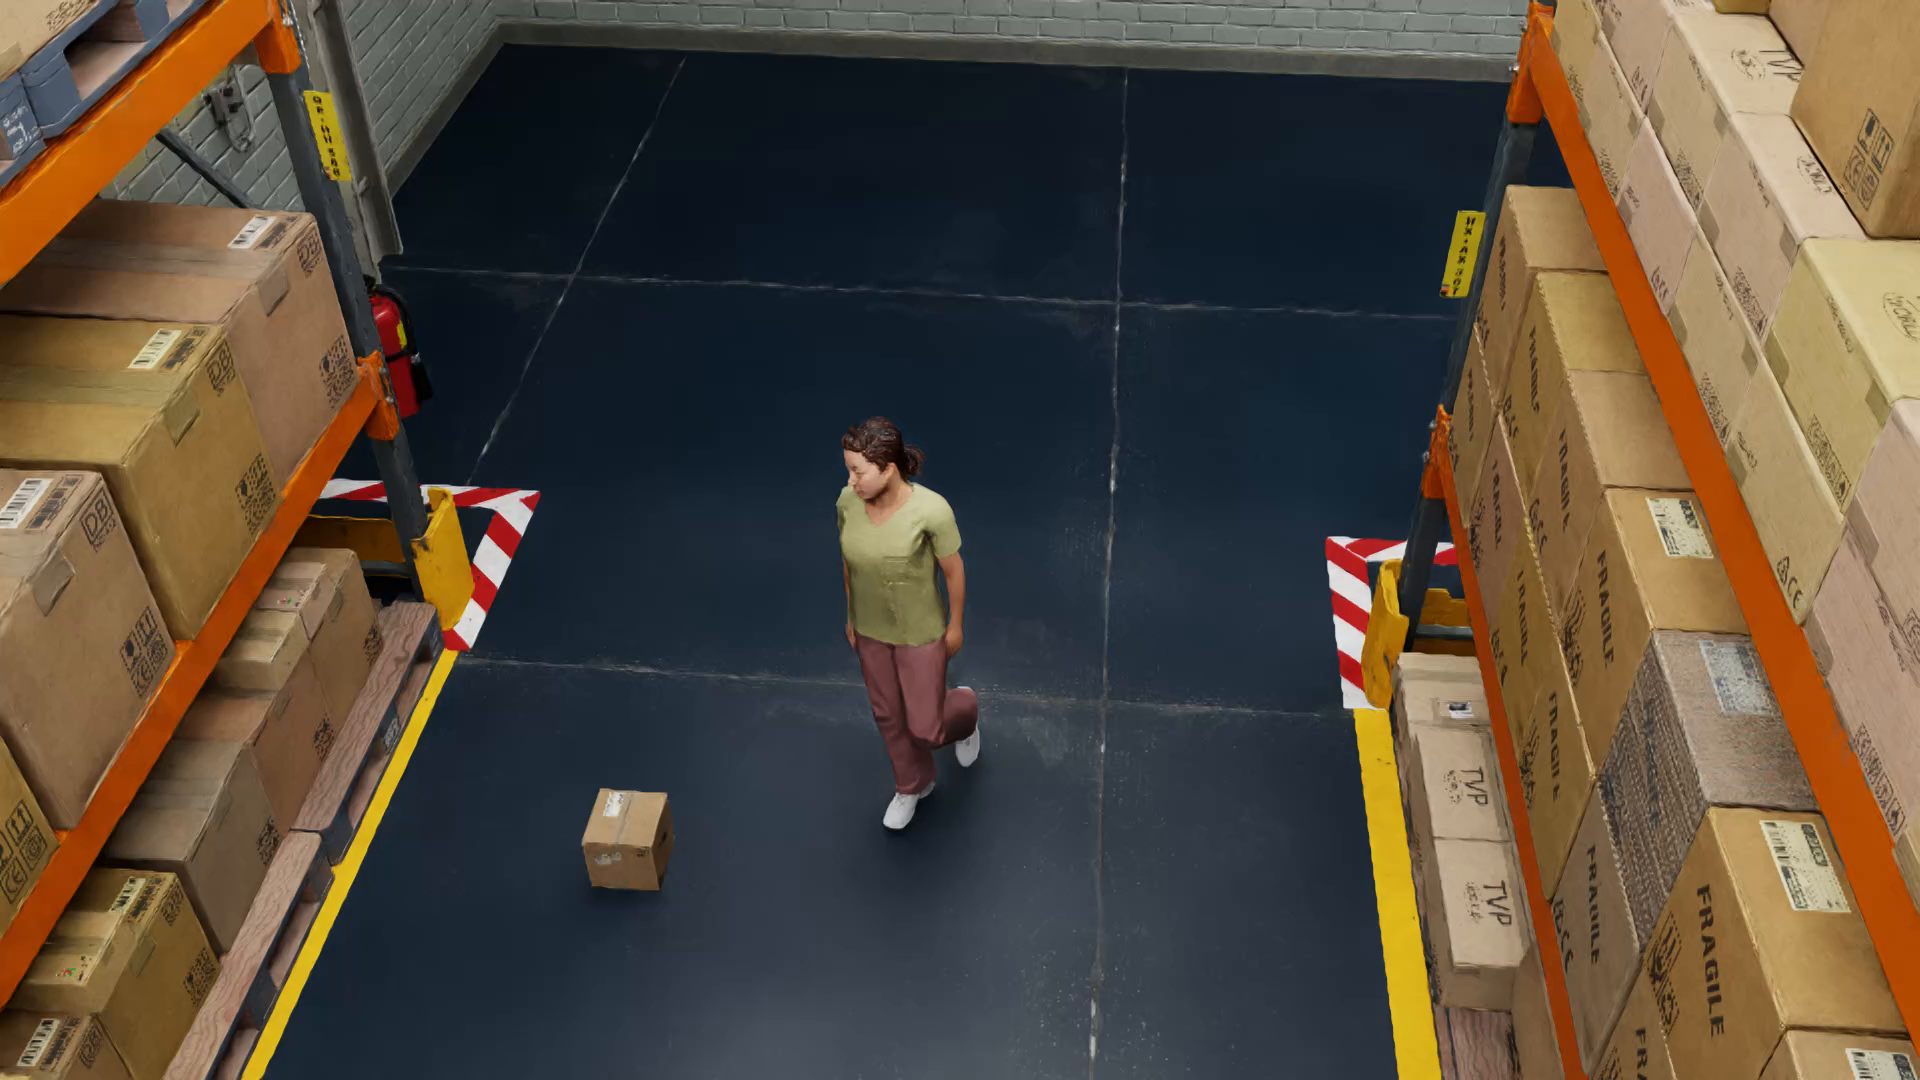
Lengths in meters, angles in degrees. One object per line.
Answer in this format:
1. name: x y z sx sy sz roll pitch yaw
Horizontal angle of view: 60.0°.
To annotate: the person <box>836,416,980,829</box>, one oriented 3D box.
1. person: -0.204 0.277 5.810 0.474 1.653 0.547 15 43 17
